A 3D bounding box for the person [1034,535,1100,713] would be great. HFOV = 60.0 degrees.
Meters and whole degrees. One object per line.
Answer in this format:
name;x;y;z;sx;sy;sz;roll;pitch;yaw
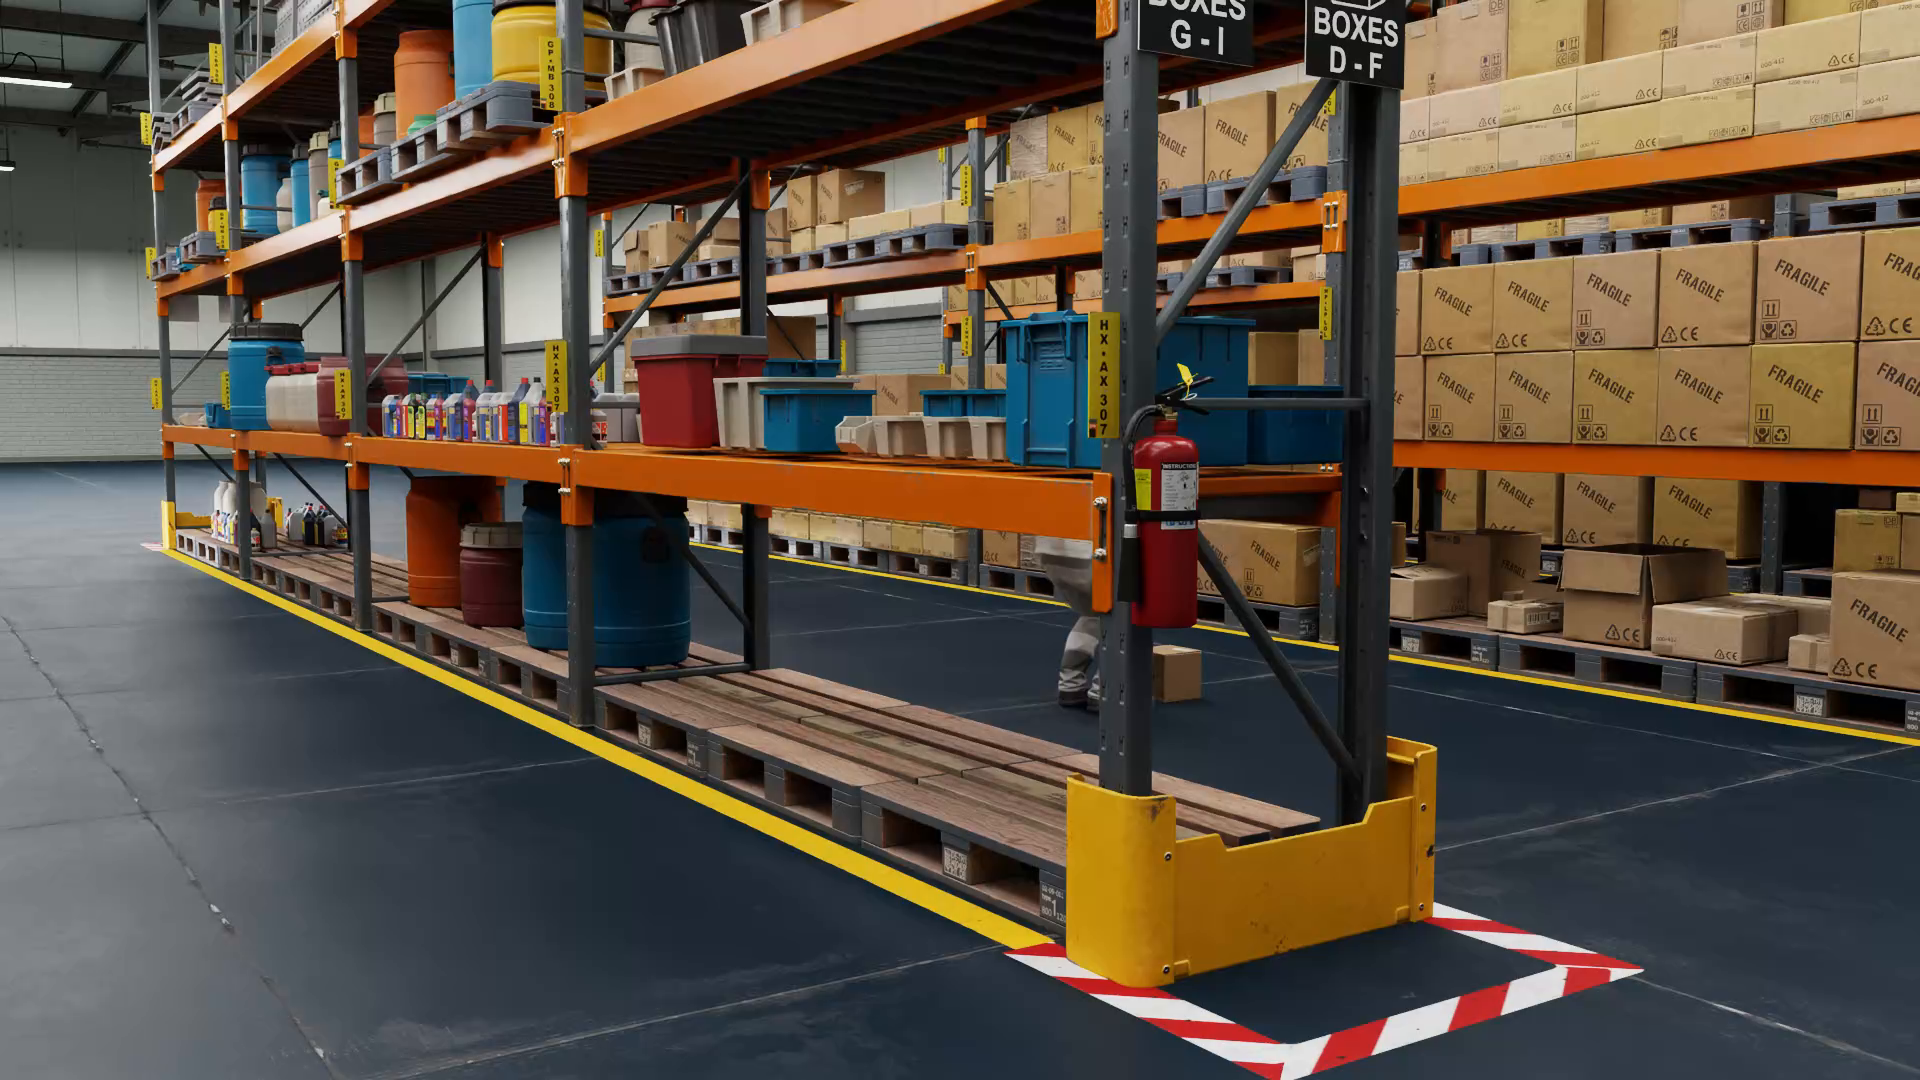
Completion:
person;0.709;0.100;8.354;0.731;1.471;0.582;-3;5;-33
